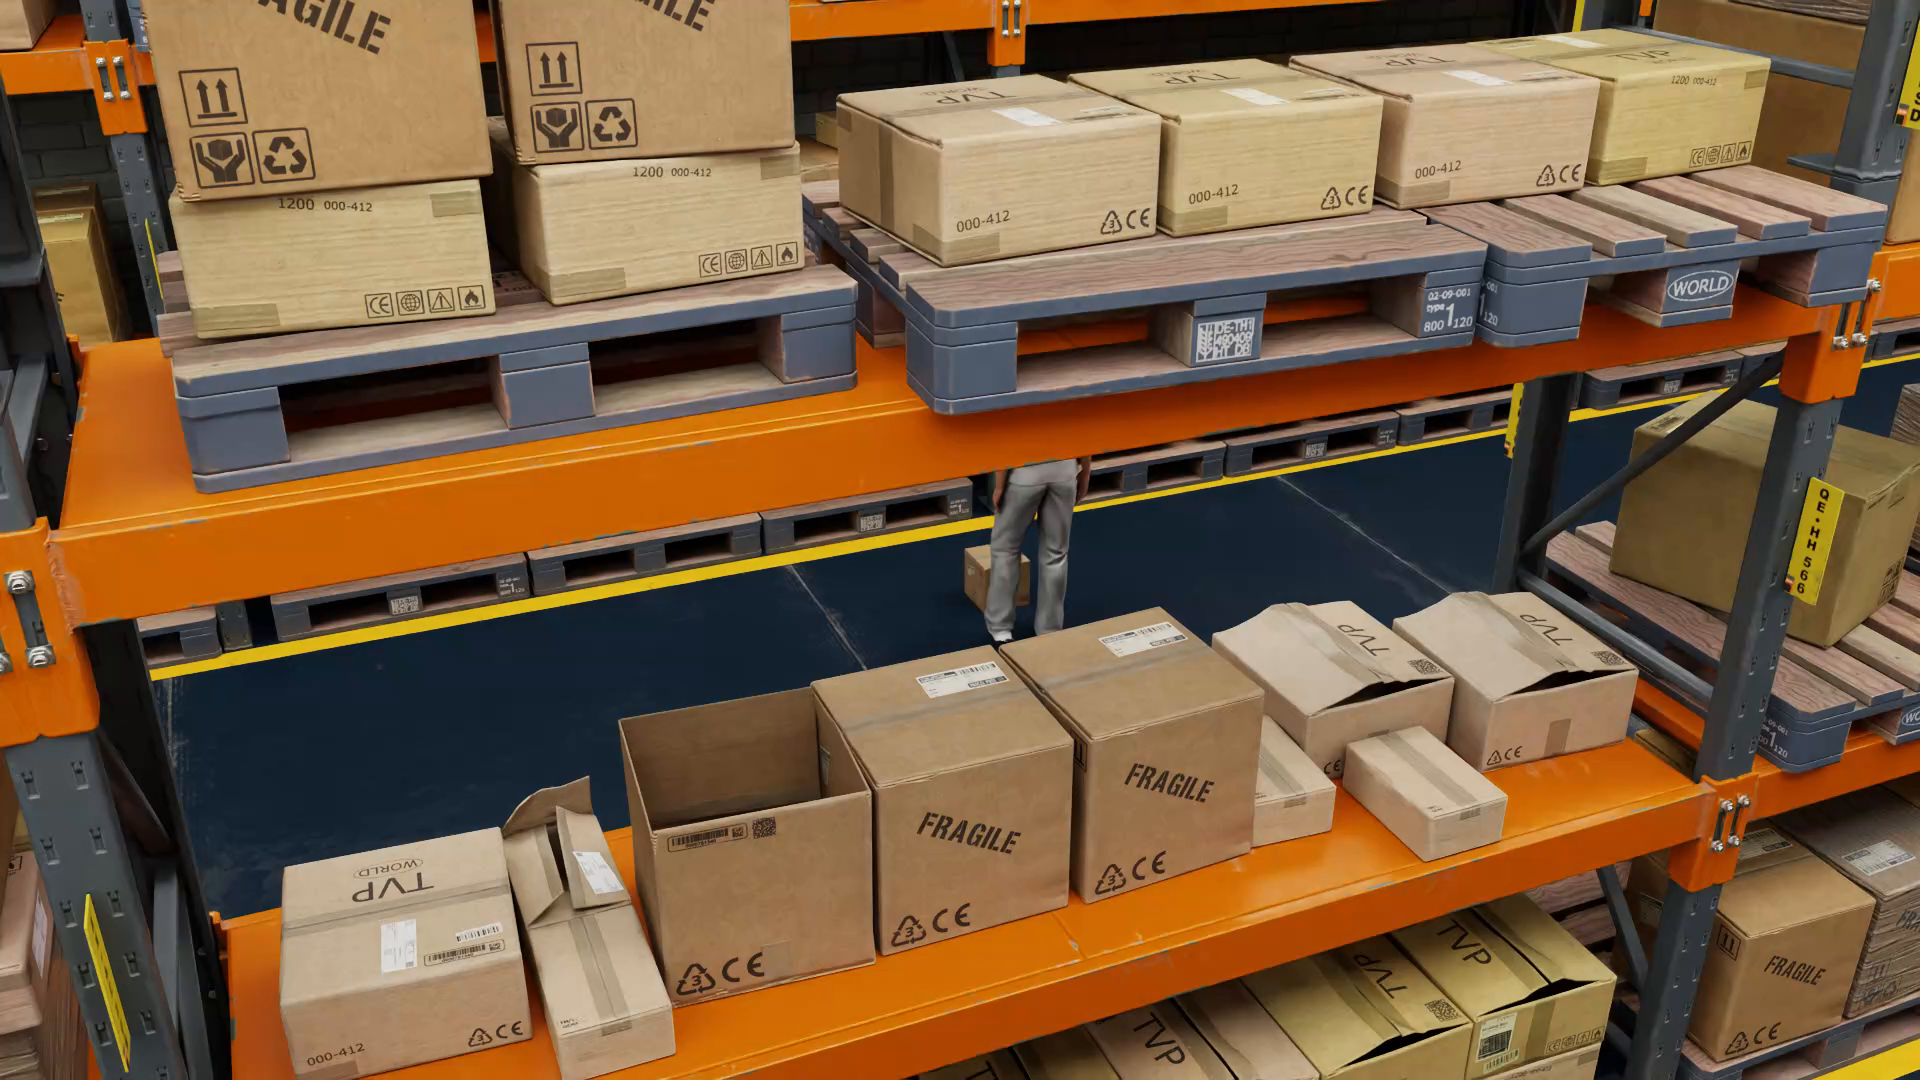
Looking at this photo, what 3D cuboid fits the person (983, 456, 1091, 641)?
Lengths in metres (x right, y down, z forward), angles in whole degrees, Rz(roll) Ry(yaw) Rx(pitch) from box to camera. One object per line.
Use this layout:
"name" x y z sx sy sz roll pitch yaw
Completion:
"person" 0.356 -0.274 7.704 0.474 1.713 0.465 -7 27 -13
